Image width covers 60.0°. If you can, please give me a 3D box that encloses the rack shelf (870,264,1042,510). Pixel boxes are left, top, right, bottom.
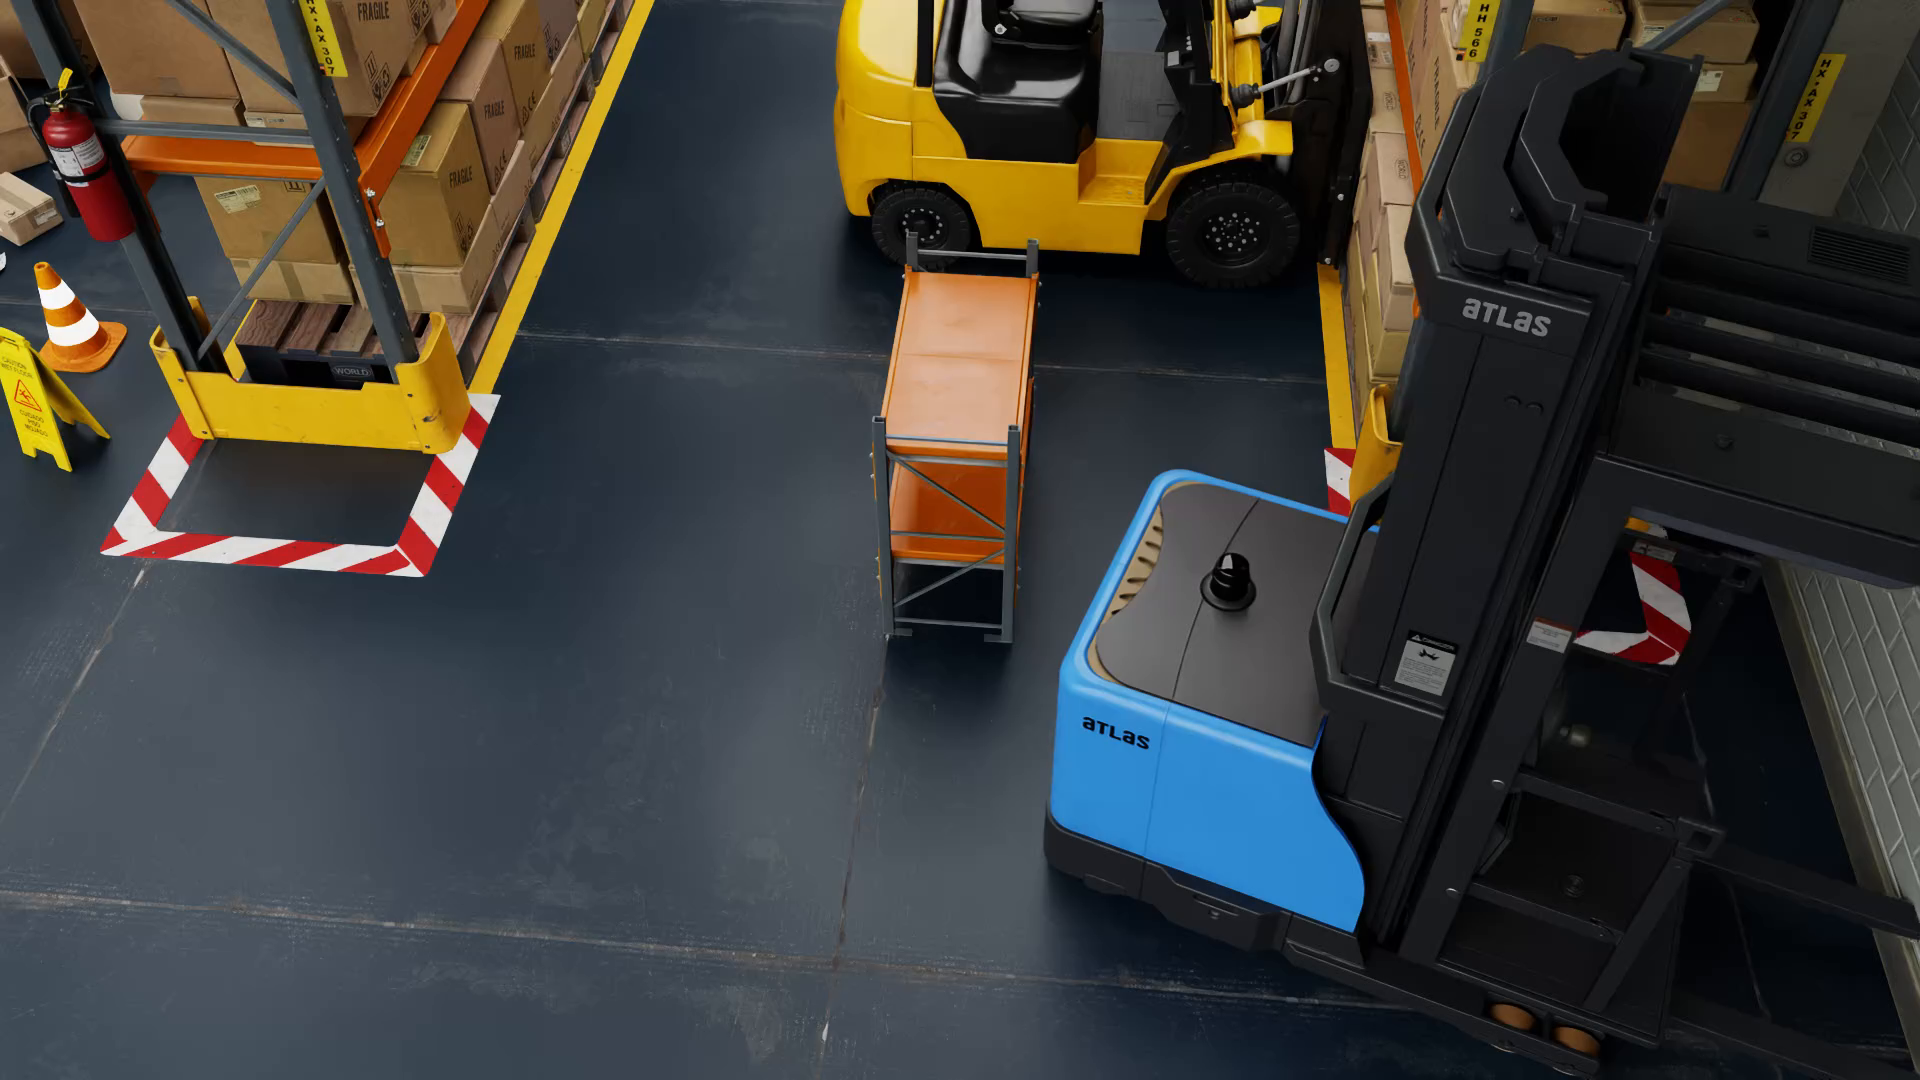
[{"bbox_3d":[0.001,-0.582,6.123,0.538,0.278,1.000,4,48,4],"label":"rack shelf"}]

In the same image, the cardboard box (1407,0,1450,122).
[{"bbox_3d":[2.045,-1.947,6.431,0.500,0.500,0.500,5,48,5],"label":"cardboard box"}]

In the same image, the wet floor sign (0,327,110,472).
[{"bbox_3d":[-3.821,-0.623,6.882,0.267,0.644,0.232,19,50,17],"label":"wet floor sign"}]

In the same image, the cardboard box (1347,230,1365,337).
[{"bbox_3d":[1.988,-1.099,7.301,0.500,0.250,0.500,4,48,4],"label":"cardboard box"}]

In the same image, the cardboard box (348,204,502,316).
[{"bbox_3d":[-2.389,-1.273,7.460,0.500,0.250,0.500,4,48,3],"label":"cardboard box"}]

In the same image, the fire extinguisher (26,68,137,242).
[{"bbox_3d":[-3.207,-1.406,6.055,0.296,0.674,0.183,4,48,4],"label":"fire extinguisher"}]

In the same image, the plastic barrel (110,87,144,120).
[{"bbox_3d":[-4.058,-2.235,8.507,0.421,0.421,0.512,-36,57,-28],"label":"plastic barrel"}]

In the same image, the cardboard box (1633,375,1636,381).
[{"bbox_3d":[2.455,-0.868,6.751,0.500,0.250,0.500,5,48,4],"label":"cardboard box"}]

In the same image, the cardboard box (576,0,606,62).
[{"bbox_3d":[-2.198,-2.793,8.851,0.500,0.250,0.500,3,48,2],"label":"cardboard box"}]

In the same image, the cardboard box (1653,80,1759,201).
[{"bbox_3d":[2.527,-1.533,6.051,0.500,0.500,0.500,5,48,5],"label":"cardboard box"}]

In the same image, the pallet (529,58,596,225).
[{"bbox_3d":[-2.508,-2.088,8.517,1.003,0.211,1.213,4,48,4],"label":"pallet"}]

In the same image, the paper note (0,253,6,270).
[{"bbox_3d":[-4.634,-1.311,7.929,0.148,0.019,0.142,-11,49,-10],"label":"paper note"}]

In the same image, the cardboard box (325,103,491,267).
[{"bbox_3d":[-2.388,-1.543,7.199,0.500,0.500,0.500,2,48,2],"label":"cardboard box"}]

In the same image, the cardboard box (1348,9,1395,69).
[{"bbox_3d":[2.067,-2.183,7.615,0.500,0.250,0.500,3,48,3],"label":"cardboard box"}]

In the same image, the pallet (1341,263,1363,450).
[{"bbox_3d":[2.233,-0.777,7.318,1.003,0.211,1.213,4,48,4],"label":"pallet"}]

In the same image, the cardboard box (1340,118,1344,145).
[{"bbox_3d":[2.068,-1.849,7.987,0.500,0.250,0.500,5,48,5],"label":"cardboard box"}]

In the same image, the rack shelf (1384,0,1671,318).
[{"bbox_3d":[2.388,-2.381,7.382,1.077,0.370,4.000,4,48,4],"label":"rack shelf"}]

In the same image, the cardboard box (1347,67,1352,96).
[{"bbox_3d":[2.070,-2.031,7.815,0.500,0.250,0.500,4,48,3],"label":"cardboard box"}]

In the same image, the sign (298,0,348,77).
[{"bbox_3d":[-2.198,-1.741,5.723,0.100,0.325,0.005,4,48,4],"label":"sign"}]

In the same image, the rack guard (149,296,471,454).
[{"bbox_3d":[-2.731,-0.697,7.049,1.175,0.500,0.348,4,48,4],"label":"rack guard"}]

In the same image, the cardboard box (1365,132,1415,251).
[{"bbox_3d":[1.977,-1.440,6.935,0.500,0.250,0.500,5,48,4],"label":"cardboard box"}]

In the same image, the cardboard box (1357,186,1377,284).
[{"bbox_3d":[1.995,-1.283,7.130,0.500,0.250,0.500,3,48,3],"label":"cardboard box"}]

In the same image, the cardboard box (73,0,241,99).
[{"bbox_3d":[-2.963,-2.036,6.310,0.500,0.500,0.500,3,48,3],"label":"cardboard box"}]

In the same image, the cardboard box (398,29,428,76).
[{"bbox_3d":[-2.387,-2.012,6.727,0.380,0.149,0.250,2,48,2],"label":"cardboard box"}]

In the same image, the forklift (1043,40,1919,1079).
[{"bbox_3d":[1.849,0.238,4.546,3.031,2.935,1.130,18,50,16],"label":"forklift"}]

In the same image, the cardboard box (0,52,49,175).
[{"bbox_3d":[-5.099,-2.103,8.333,0.797,0.503,0.637,-27,53,-23],"label":"cardboard box"}]

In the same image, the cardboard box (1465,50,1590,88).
[{"bbox_3d":[1.958,-1.680,5.746,0.380,0.149,0.250,5,48,4],"label":"cardboard box"}]

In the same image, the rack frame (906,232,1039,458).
[{"bbox_3d":[0.047,-0.758,6.681,0.500,1.125,0.032,4,48,4],"label":"rack frame"}]

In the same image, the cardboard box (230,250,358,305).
[{"bbox_3d":[-2.930,-1.328,7.511,0.500,0.250,0.500,4,48,3],"label":"cardboard box"}]

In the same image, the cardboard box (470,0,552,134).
[{"bbox_3d":[-2.291,-2.296,7.888,0.500,0.500,0.500,5,48,4],"label":"cardboard box"}]

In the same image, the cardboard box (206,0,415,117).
[{"bbox_3d":[-2.419,-1.948,6.230,0.500,0.500,0.500,3,48,3],"label":"cardboard box"}]

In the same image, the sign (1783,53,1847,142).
[{"bbox_3d":[2.757,-1.431,5.386,0.100,0.325,0.005,4,48,4],"label":"sign"}]

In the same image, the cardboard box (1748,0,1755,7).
[{"bbox_3d":[2.535,-1.930,5.774,0.380,0.149,0.250,5,48,5],"label":"cardboard box"}]

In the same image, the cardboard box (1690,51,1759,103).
[{"bbox_3d":[2.494,-1.638,5.708,0.380,0.149,0.250,3,48,3],"label":"cardboard box"}]

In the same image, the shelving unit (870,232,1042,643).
[{"bbox_3d":[0.001,-0.385,6.339,0.538,1.125,1.048,4,48,4],"label":"shelving unit"}]

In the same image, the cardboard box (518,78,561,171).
[{"bbox_3d":[-2.298,-2.049,8.170,0.500,0.250,0.500,7,48,6],"label":"cardboard box"}]

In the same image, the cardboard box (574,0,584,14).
[{"bbox_3d":[-2.205,-3.064,8.590,0.500,0.500,0.500,5,48,4],"label":"cardboard box"}]

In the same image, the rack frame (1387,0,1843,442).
[{"bbox_3d":[2.205,-1.154,5.772,1.000,3.000,0.127,4,48,4],"label":"rack frame"}]
